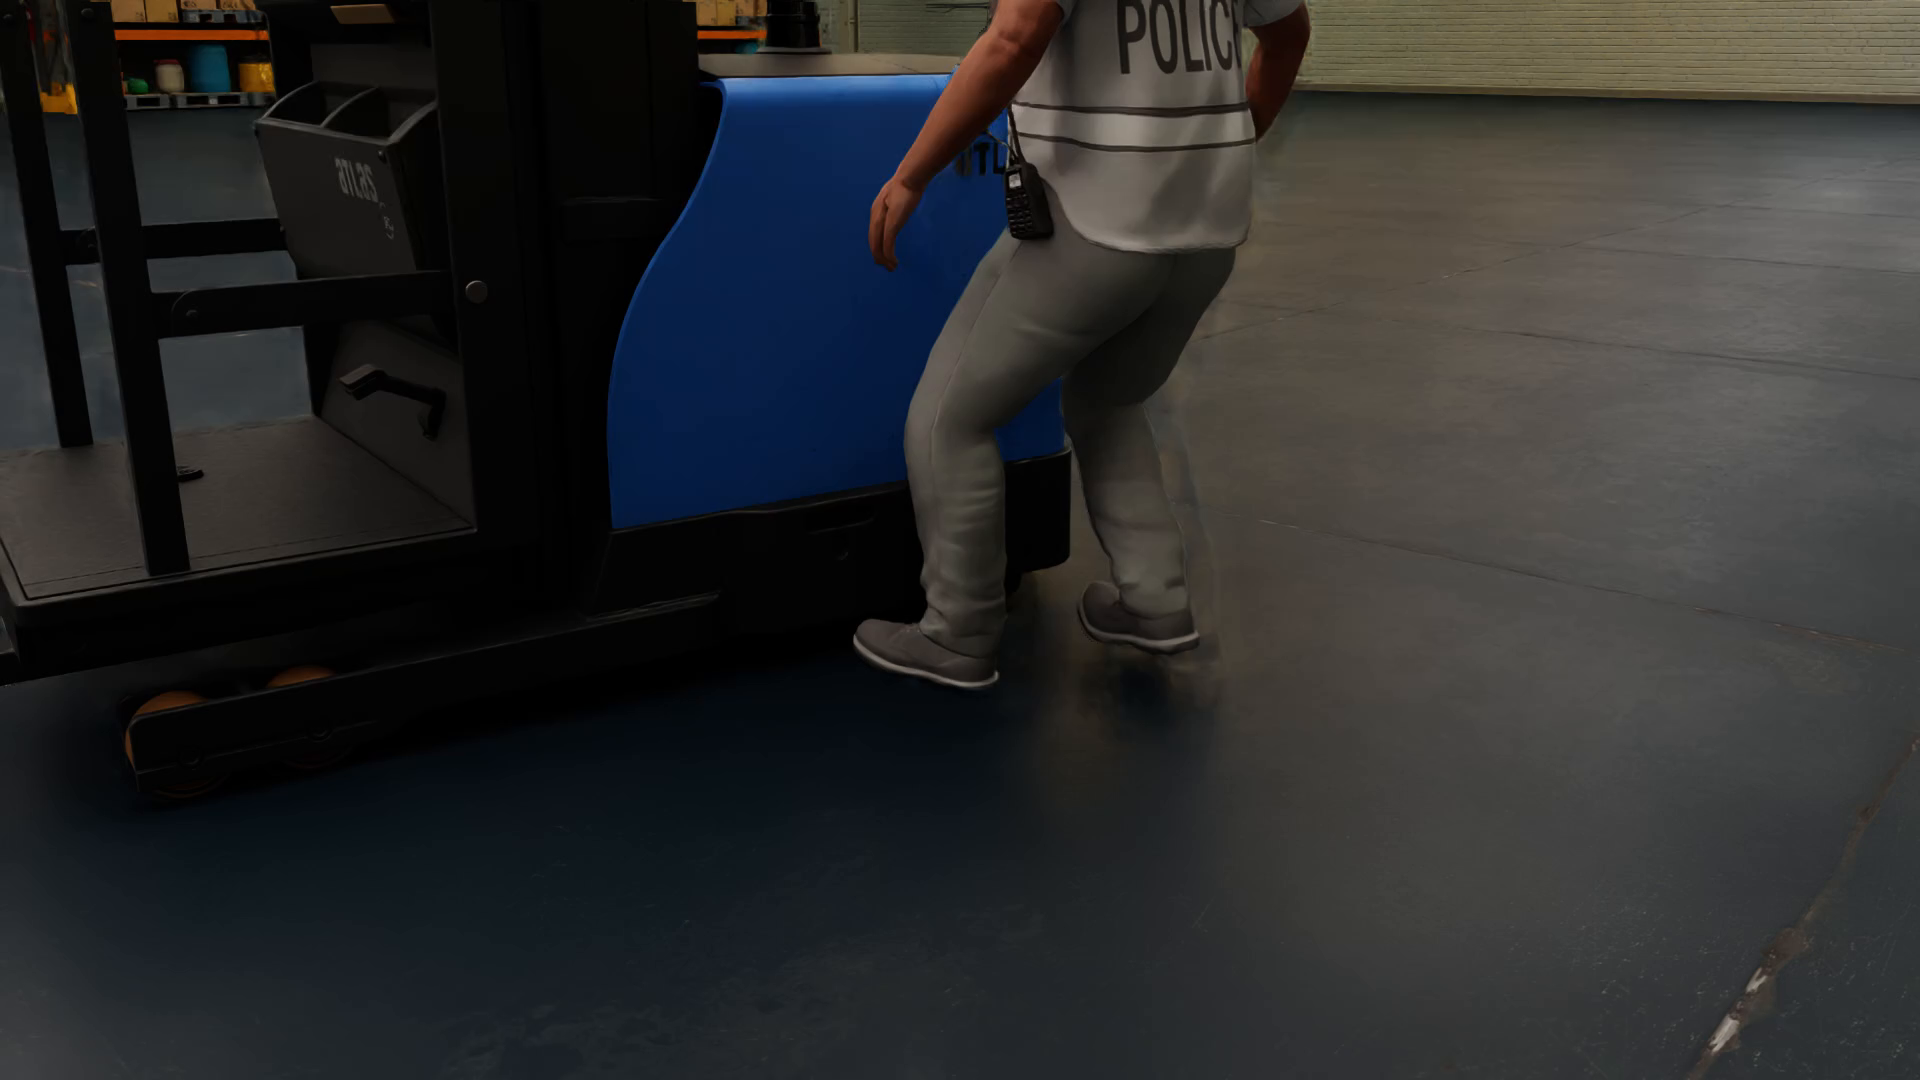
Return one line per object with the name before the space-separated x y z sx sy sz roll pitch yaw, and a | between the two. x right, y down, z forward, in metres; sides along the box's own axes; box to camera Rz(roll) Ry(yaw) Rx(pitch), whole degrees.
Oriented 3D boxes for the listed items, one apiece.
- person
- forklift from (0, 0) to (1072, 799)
person | 0.195 -0.581 2.945 0.901 1.713 0.594 -13 21 -38
forklift | -1.270 -1.172 2.756 3.031 2.935 1.130 -11 20 -33
